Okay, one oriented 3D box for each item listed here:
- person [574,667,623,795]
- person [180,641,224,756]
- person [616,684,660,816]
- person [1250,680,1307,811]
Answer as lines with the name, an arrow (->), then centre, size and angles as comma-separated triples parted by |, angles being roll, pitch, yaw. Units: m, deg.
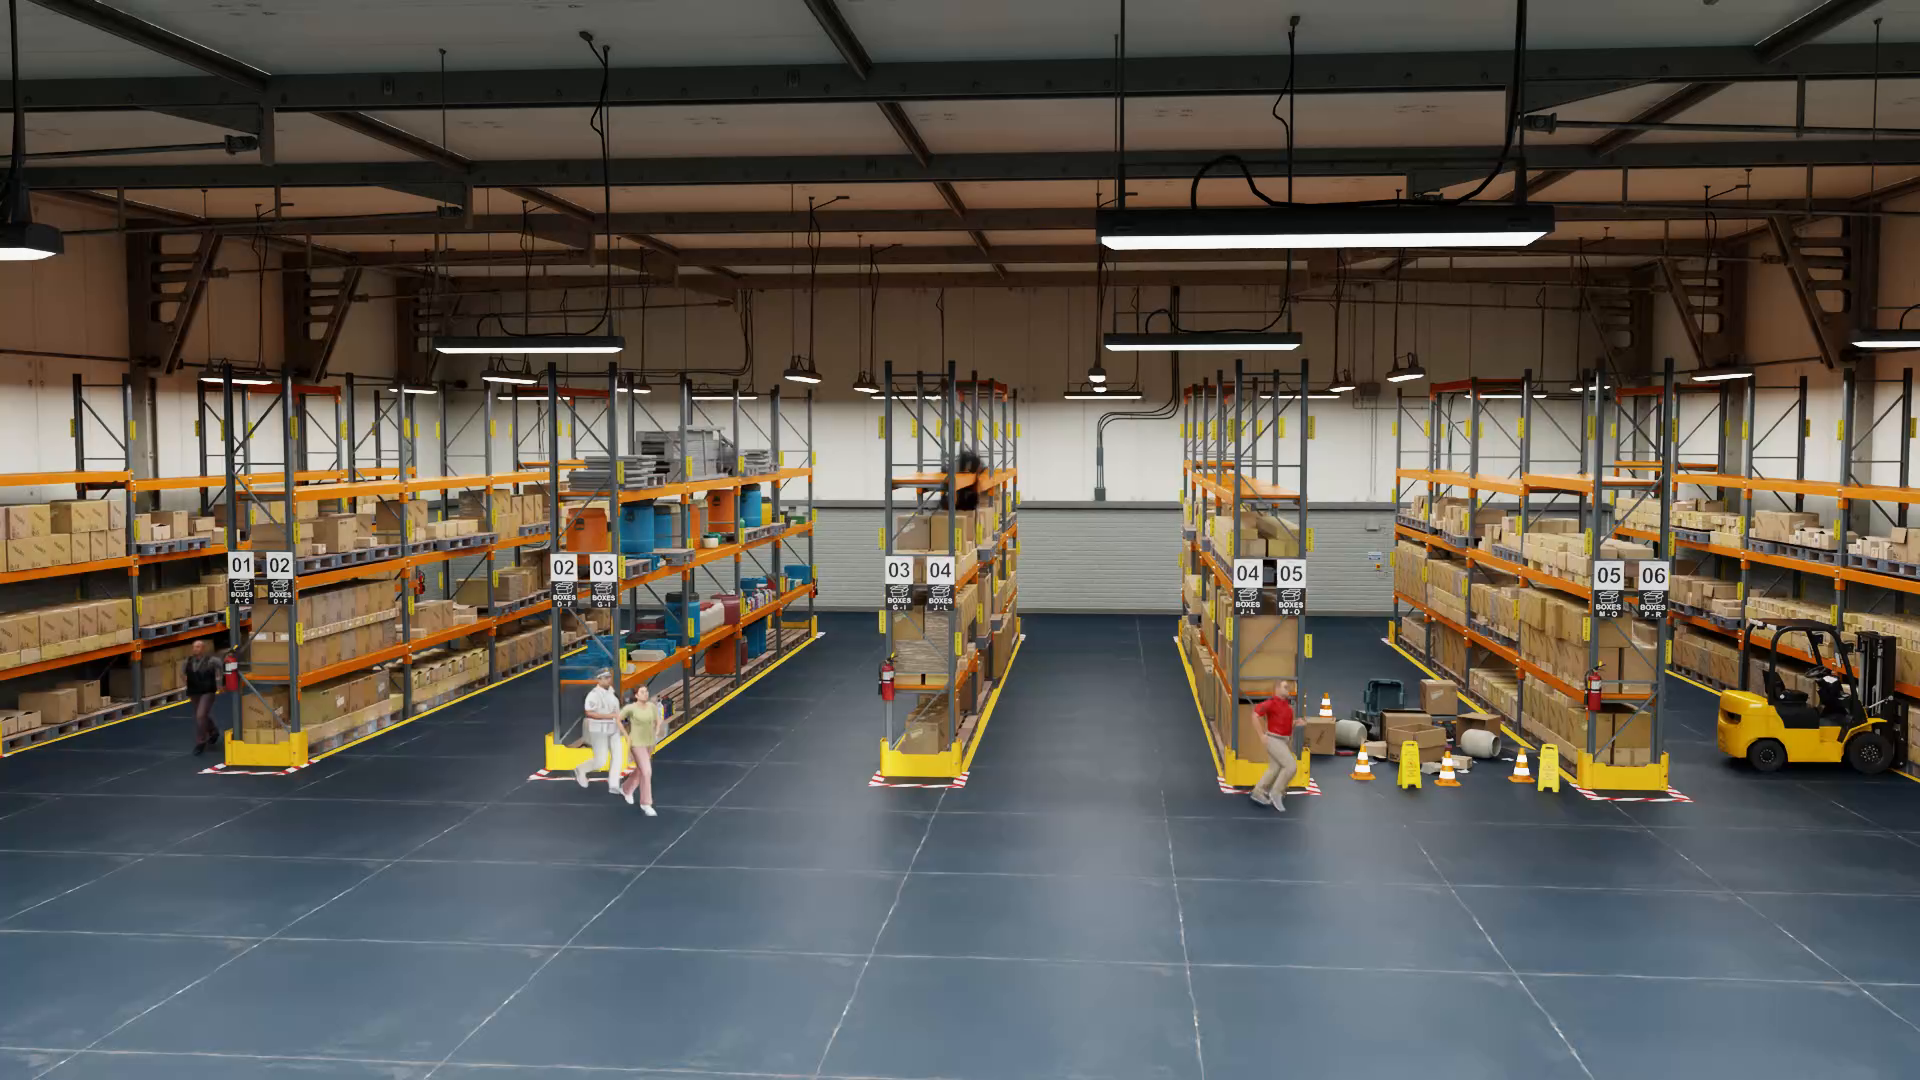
person -> -4.926, 2.610, 22.899 | 0.840, 1.750, 0.669 | 2, 4, 27
person -> -11.853, 2.441, 26.032 | 0.679, 1.755, 0.890 | 1, 4, 8
person -> -4.212, 2.726, 21.889 | 0.821, 1.712, 0.568 | 3, 5, 42
person -> 4.210, 2.718, 22.047 | 0.750, 1.749, 0.665 | 2, 4, 32
